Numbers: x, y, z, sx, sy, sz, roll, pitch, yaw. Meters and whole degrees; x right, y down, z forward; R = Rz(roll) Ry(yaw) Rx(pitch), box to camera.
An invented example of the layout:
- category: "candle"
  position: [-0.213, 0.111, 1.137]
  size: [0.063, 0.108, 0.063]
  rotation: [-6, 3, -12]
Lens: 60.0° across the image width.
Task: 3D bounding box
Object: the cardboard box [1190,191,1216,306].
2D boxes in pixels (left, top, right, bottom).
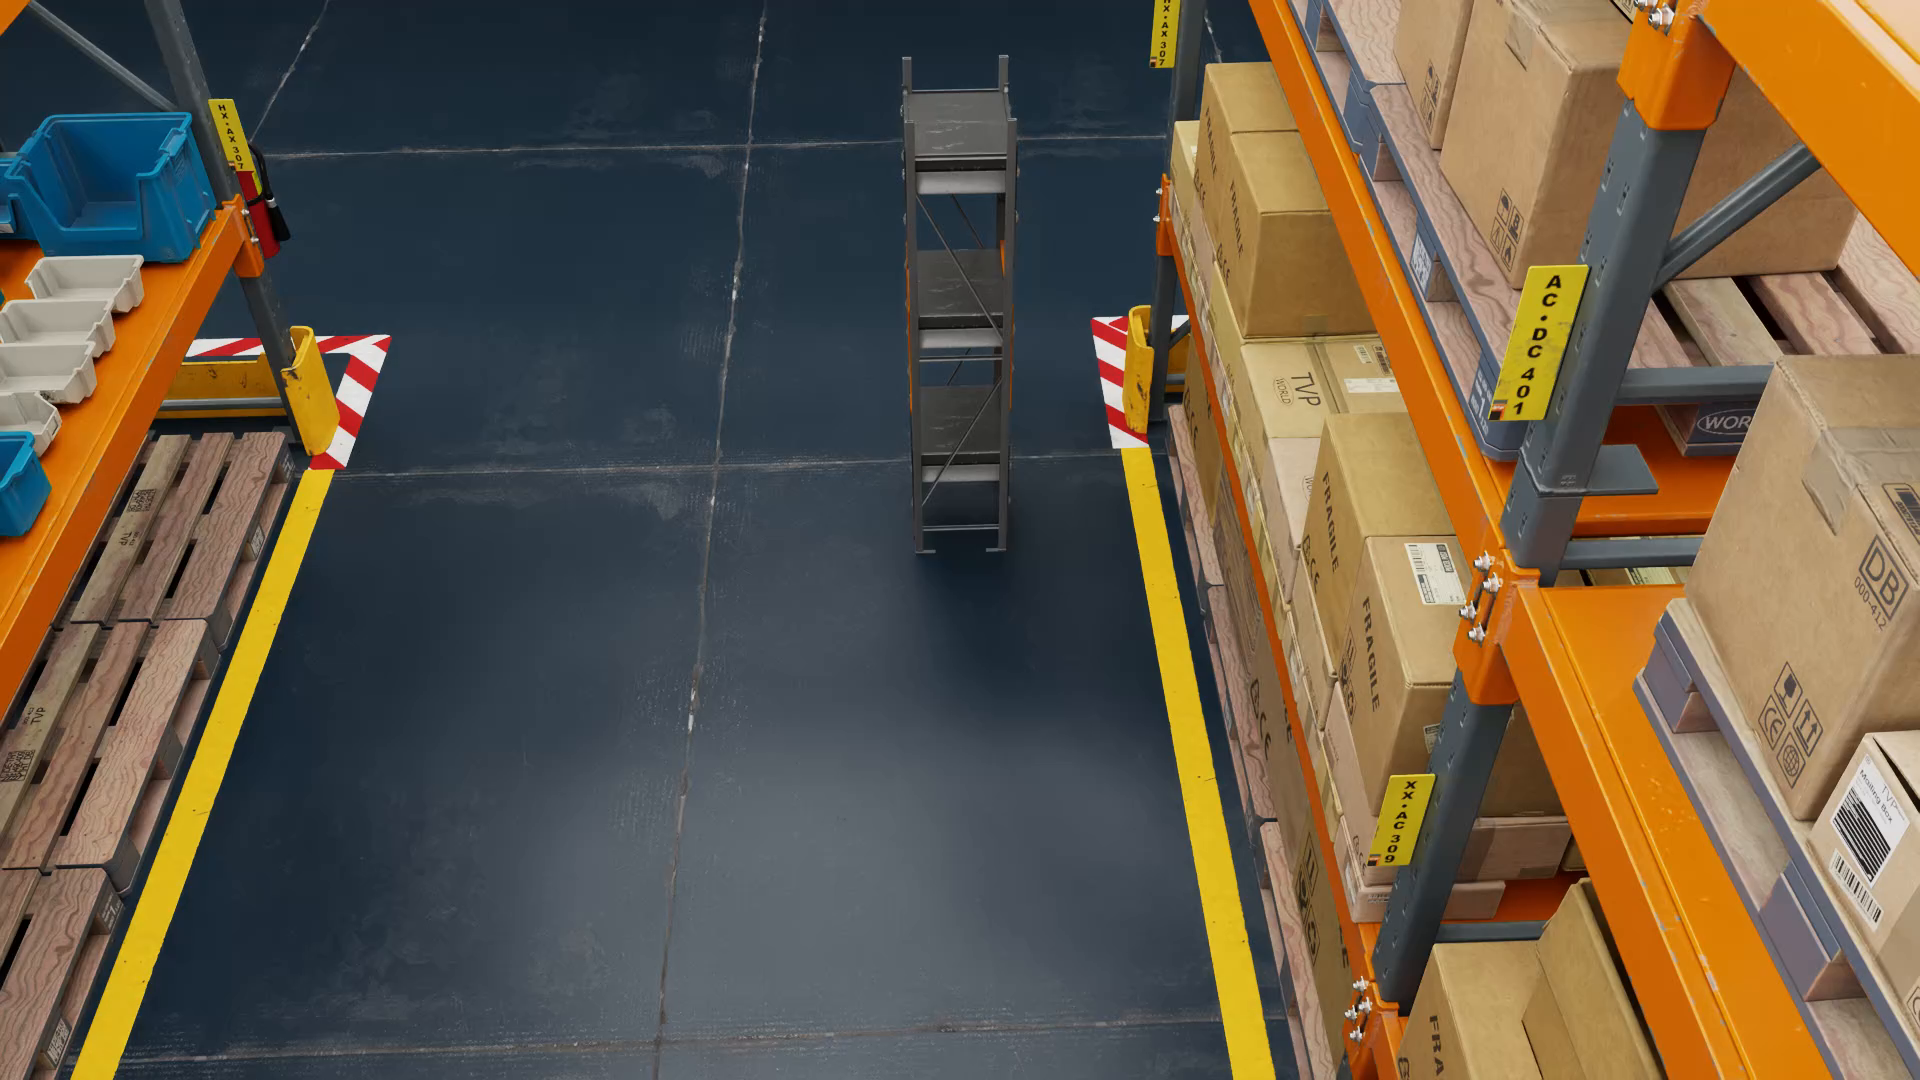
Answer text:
- category: "cardboard box"
  position: [1.165, -1.101, 6.272]
  size: [0.500, 0.250, 0.500]
  rotation: [-2, 43, -2]

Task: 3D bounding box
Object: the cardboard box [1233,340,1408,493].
- category: "cardboard box"
  position: [1.210, -0.409, 5.517]
  size: [0.500, 0.250, 0.500]
  rotation: [-2, 43, -3]

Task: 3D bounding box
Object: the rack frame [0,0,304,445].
- category: "rack frame"
  position: [-3.563, -1.587, 6.911]
  size: [1.000, 3.000, 0.127]
  rotation: [-2, 43, -2]

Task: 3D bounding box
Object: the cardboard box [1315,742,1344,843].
- category: "cardboard box"
  position: [1.204, 0.694, 4.609]
  size: [0.380, 0.149, 0.250]
  rotation: [-1, 43, -1]

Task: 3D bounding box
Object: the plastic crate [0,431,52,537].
- category: "plastic crate"
  position: [-3.220, -0.168, 5.443]
  size: [0.416, 0.233, 0.300]
  rotation: [-2, 43, -2]

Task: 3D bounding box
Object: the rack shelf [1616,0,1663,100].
- category: "rack shelf"
  position: [1.470, -2.178, 3.944]
  size: [1.077, 0.370, 4.000]
  rotation: [-2, 43, -2]

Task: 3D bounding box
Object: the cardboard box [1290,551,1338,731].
- category: "cardboard box"
  position: [1.250, 0.277, 4.768]
  size: [0.500, 0.250, 0.500]
  rotation: [0, 43, -1]

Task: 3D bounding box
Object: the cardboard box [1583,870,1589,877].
- category: "cardboard box"
  position: [1.875, 0.855, 4.433]
  size: [0.380, 0.149, 0.250]
  rotation: [-2, 43, -2]

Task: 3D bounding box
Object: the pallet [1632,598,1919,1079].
- category: "pallet"
  position: [1.643, 0.554, 2.497]
  size: [0.805, 0.209, 1.217]
  rotation: [-3, 43, -4]

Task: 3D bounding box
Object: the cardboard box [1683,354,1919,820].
- category: "cardboard box"
  position: [1.590, 0.065, 2.504]
  size: [0.700, 0.500, 0.500]
  rotation: [-1, 43, -1]

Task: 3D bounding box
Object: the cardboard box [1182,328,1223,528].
- category: "cardboard box"
  position: [1.492, -0.671, 7.173]
  size: [0.875, 0.875, 0.875]
  rotation: [-2, 43, -2]

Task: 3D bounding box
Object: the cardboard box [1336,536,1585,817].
- category: "cardboard box"
  position: [1.268, 0.338, 4.147]
  size: [0.500, 0.500, 0.500]
  rotation: [-1, 43, -1]

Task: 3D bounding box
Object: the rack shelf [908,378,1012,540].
- category: "rack shelf"
  position: [-0.007, -0.360, 7.294]
  size: [0.431, 0.518, 0.480]
  rotation: [-2, 43, -2]

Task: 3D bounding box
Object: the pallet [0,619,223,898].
- category: "pallet"
  position: [-3.518, 0.821, 6.348]
  size: [1.003, 0.211, 1.213]
  rotation: [-2, 43, -2]

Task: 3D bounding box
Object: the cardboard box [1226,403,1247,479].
- category: "cardboard box"
  position: [1.137, -0.349, 5.746]
  size: [0.380, 0.149, 0.250]
  rotation: [-3, 43, -3]

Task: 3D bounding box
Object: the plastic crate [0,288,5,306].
- category: "plastic crate"
  position: [-3.854, -0.927, 6.270]
  size: [0.416, 0.233, 0.300]
  rotation: [-2, 43, -2]

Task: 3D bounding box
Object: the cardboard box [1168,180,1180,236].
- category: "cardboard box"
  position: [1.071, -1.387, 6.879]
  size: [0.380, 0.149, 0.250]
  rotation: [-1, 43, -1]

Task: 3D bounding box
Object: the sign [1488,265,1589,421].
- category: "sign"
  position: [1.001, -0.337, 2.886]
  size: [0.100, 0.325, 0.005]
  rotation: [-2, 43, -2]

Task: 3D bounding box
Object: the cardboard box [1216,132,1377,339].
- category: "cardboard box"
  position: [1.185, -1.041, 5.651]
  size: [0.500, 0.500, 0.500]
  rotation: [-3, 43, -3]

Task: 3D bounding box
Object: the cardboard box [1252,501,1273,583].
- category: "cardboard box"
  position: [1.160, 0.000, 5.366]
  size: [0.380, 0.149, 0.250]
  rotation: [-2, 43, -2]

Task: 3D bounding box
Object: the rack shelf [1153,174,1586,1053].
- category: "rack shelf"
  position: [1.470, -0.114, 5.836]
  size: [1.077, 0.370, 4.000]
  rotation: [-2, 43, -2]

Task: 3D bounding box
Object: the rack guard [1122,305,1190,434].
- category: "rack guard"
  position: [1.384, -0.824, 7.928]
  size: [1.175, 0.500, 0.348]
  rotation: [-2, 43, -2]

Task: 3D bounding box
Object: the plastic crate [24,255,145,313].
- category: "plastic crate"
  position: [-3.348, -0.966, 6.385]
  size: [0.396, 0.136, 0.243]
  rotation: [-2, 43, -2]

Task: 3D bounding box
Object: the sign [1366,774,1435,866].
- category: "sign"
  position: [1.001, 0.640, 3.782]
  size: [0.100, 0.325, 0.005]
  rotation: [-2, 43, -2]

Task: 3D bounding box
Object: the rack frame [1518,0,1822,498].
- category: "rack frame"
  position: [1.555, -1.240, 2.093]
  size: [1.000, 3.000, 0.127]
  rotation: [-2, 43, -2]

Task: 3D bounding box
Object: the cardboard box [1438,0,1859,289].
- category: "cardboard box"
  position: [1.462, -0.889, 3.471]
  size: [0.700, 0.500, 0.500]
  rotation: [-4, 43, -4]

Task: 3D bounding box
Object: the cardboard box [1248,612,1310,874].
- category: "cardboard box"
  position: [1.569, 0.544, 5.847]
  size: [0.875, 0.875, 0.875]
  rotation: [-2, 43, -2]

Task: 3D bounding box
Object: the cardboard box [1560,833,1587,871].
- category: "cardboard box"
  position: [1.797, 0.592, 4.424]
  size: [0.500, 0.250, 0.500]
  rotation: [-2, 43, -3]

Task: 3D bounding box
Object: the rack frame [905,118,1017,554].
- category: "rack frame"
  position: [0.003, -0.721, 6.632]
  size: [0.400, 2.100, 0.015]
  rotation: [-2, 43, -2]

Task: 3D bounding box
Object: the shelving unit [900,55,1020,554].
- category: "shelving unit"
  position: [-0.007, -0.886, 6.812]
  size: [0.431, 2.100, 0.503]
  rotation: [-2, 43, -2]

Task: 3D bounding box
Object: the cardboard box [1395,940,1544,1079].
- category: "cardboard box"
  position: [1.325, 1.252, 3.740]
  size: [0.500, 0.500, 0.500]
  rotation: [-2, 43, -2]

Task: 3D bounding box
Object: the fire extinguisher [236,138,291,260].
- category: "fire extinguisher"
  position: [-3.116, -1.536, 7.188]
  size: [0.296, 0.674, 0.183]
  rotation: [-2, 43, -2]

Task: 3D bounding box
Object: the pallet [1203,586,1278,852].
- category: "pallet"
  position: [1.546, 0.658, 6.525]
  size: [1.003, 0.211, 1.213]
  rotation: [-2, 43, -2]

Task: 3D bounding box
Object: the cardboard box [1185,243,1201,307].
- category: "cardboard box"
  position: [1.094, -1.041, 6.502]
  size: [0.380, 0.149, 0.250]
  rotation: [-3, 43, -3]

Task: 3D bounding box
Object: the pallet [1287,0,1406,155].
- category: "pallet"
  position: [1.482, -1.476, 4.636]
  size: [1.003, 0.211, 1.213]
  rotation: [-2, 43, -2]

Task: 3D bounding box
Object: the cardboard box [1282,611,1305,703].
- category: "cardboard box"
  position: [1.182, 0.347, 4.987]
  size: [0.380, 0.149, 0.250]
  rotation: [-1, 43, -1]

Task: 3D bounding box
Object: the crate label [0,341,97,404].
- category: "crate label"
  position: [-3.314, -0.583, 5.967]
  size: [0.396, 0.136, 0.243]
  rotation: [-2, 43, -2]

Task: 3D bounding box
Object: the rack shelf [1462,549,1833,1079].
- category: "rack shelf"
  position: [1.640, 1.481, 1.876]
  size: [1.077, 0.370, 4.000]
  rotation: [-2, 43, -2]

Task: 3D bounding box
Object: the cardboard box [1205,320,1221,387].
- category: "cardboard box"
  position: [1.116, -0.694, 6.122]
  size: [0.380, 0.149, 0.250]
  rotation: [-2, 43, -3]

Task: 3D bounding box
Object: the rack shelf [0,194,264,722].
- category: "rack shelf"
  position: [-3.478, 0.029, 5.681]
  size: [1.077, 0.370, 4.000]
  rotation: [-2, 43, -2]
